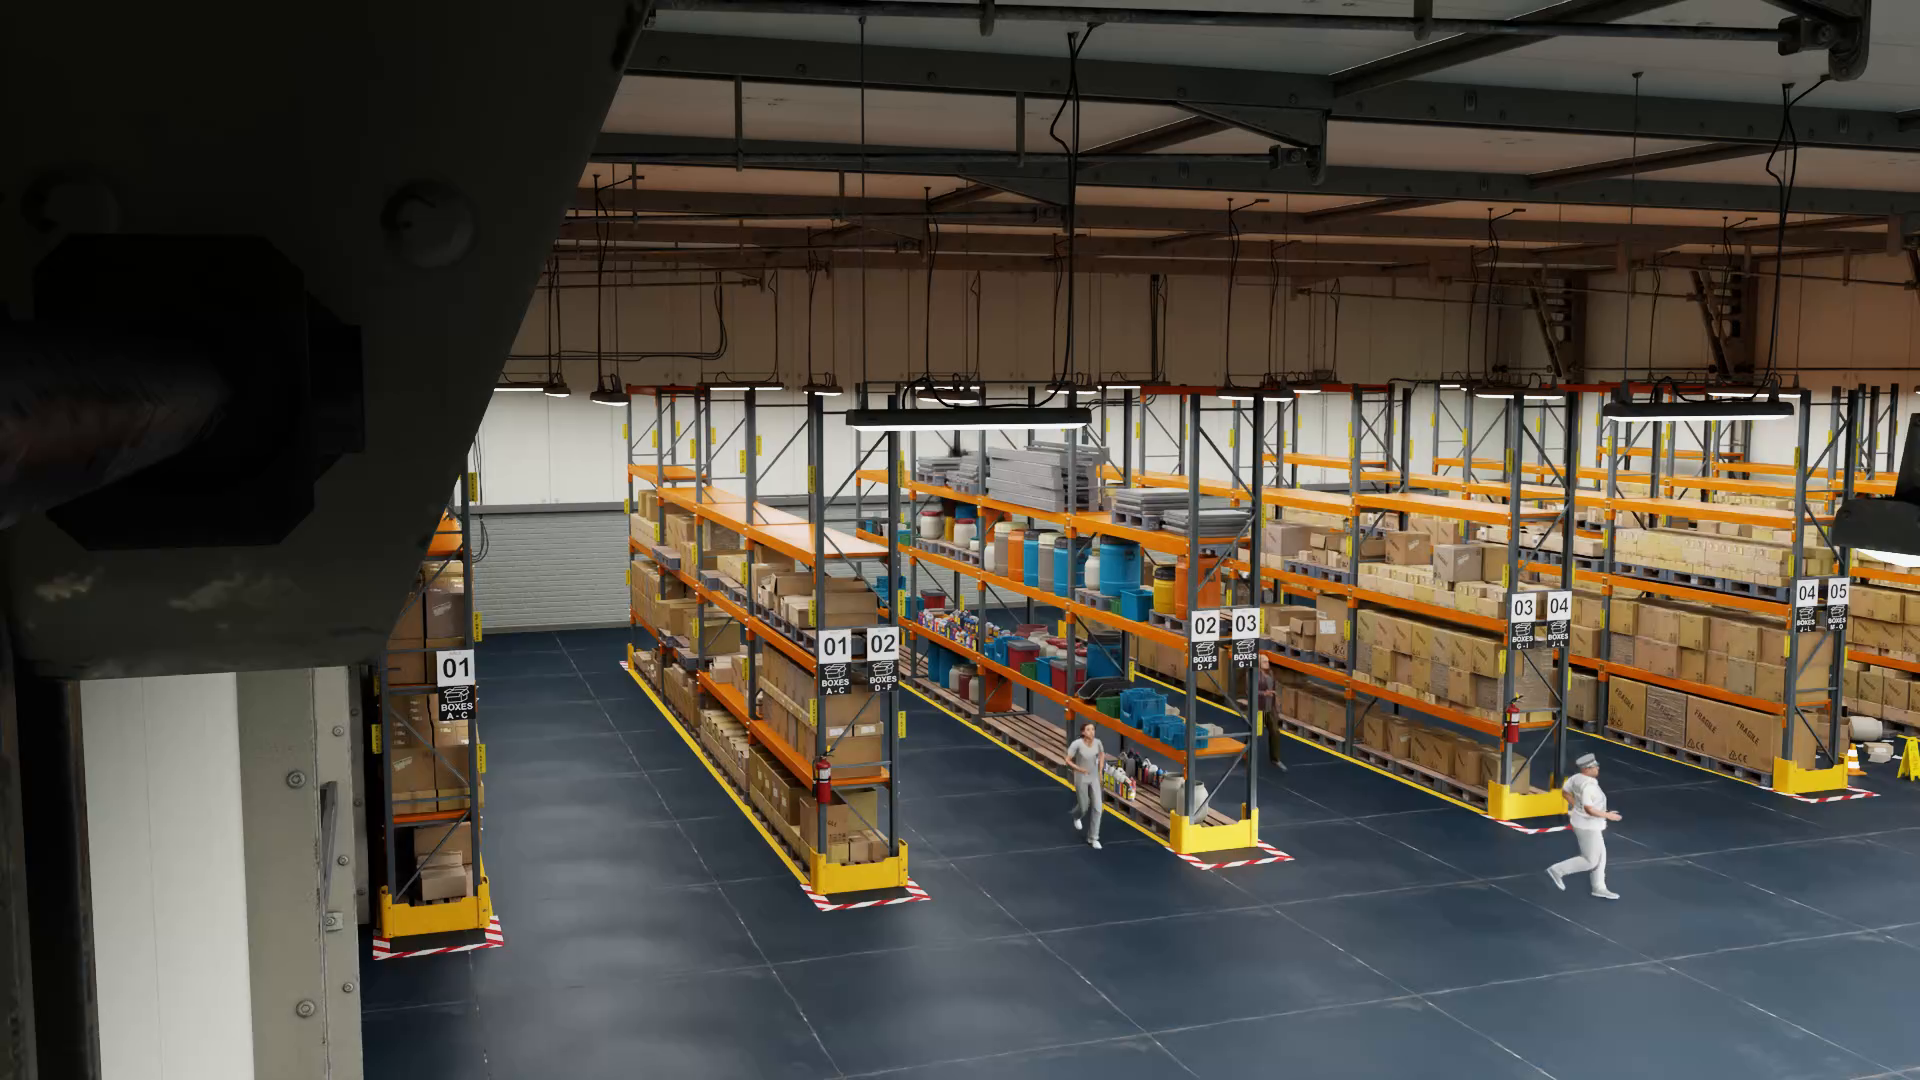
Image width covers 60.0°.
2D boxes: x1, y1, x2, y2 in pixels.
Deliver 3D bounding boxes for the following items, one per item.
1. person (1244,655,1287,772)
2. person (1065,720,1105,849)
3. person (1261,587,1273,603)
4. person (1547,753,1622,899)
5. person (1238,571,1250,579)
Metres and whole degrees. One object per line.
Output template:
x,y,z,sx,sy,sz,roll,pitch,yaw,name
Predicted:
4.782,2.703,26.289,0.708,1.799,0.929,-3,7,-26,person
1.685,3.227,22.248,0.604,1.667,0.835,-2,6,-17,person
7.583,1.254,41.261,0.789,1.685,0.610,-3,7,-26,person
7.451,3.416,19.840,0.888,1.775,0.665,1,6,5,person
7.106,1.231,41.180,0.869,1.718,0.862,-2,6,-16,person
